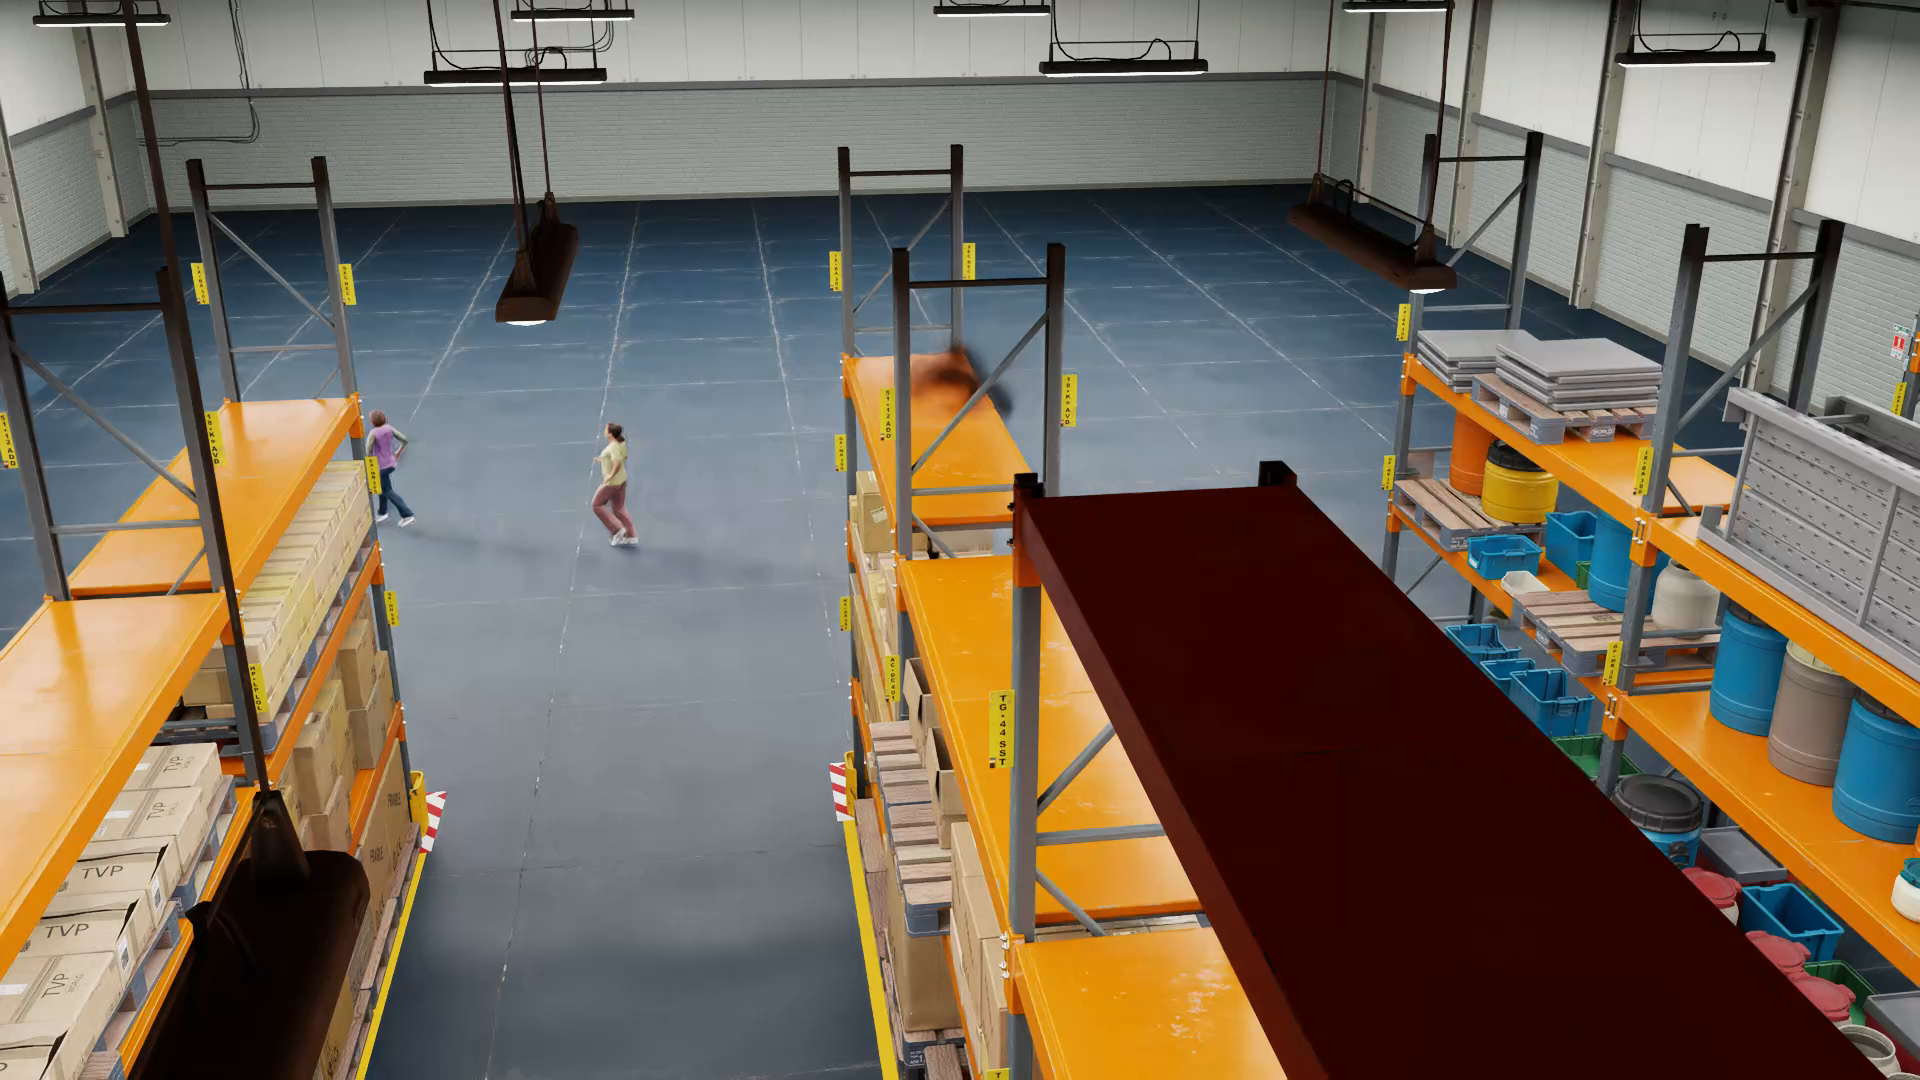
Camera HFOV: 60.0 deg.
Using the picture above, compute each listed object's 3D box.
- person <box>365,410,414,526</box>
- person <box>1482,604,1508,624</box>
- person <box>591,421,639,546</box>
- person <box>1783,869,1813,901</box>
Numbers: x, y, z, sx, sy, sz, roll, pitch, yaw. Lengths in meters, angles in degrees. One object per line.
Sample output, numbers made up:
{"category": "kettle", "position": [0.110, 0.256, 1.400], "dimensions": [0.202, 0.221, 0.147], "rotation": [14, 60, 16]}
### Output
{"category": "person", "position": [-7.510, -0.935, 21.795], "dimensions": [0.785, 1.627, 0.469], "rotation": [8, 23, 19]}
{"category": "person", "position": [6.385, 0.216, 18.679], "dimensions": [0.988, 1.802, 0.687], "rotation": [9, 23, 21]}
{"category": "person", "position": [-4.436, -0.676, 21.232], "dimensions": [0.595, 1.559, 0.562], "rotation": [6, 22, 15]}
{"category": "person", "position": [6.879, 2.264, 13.515], "dimensions": [0.663, 1.777, 0.803], "rotation": [-4, 22, -10]}
